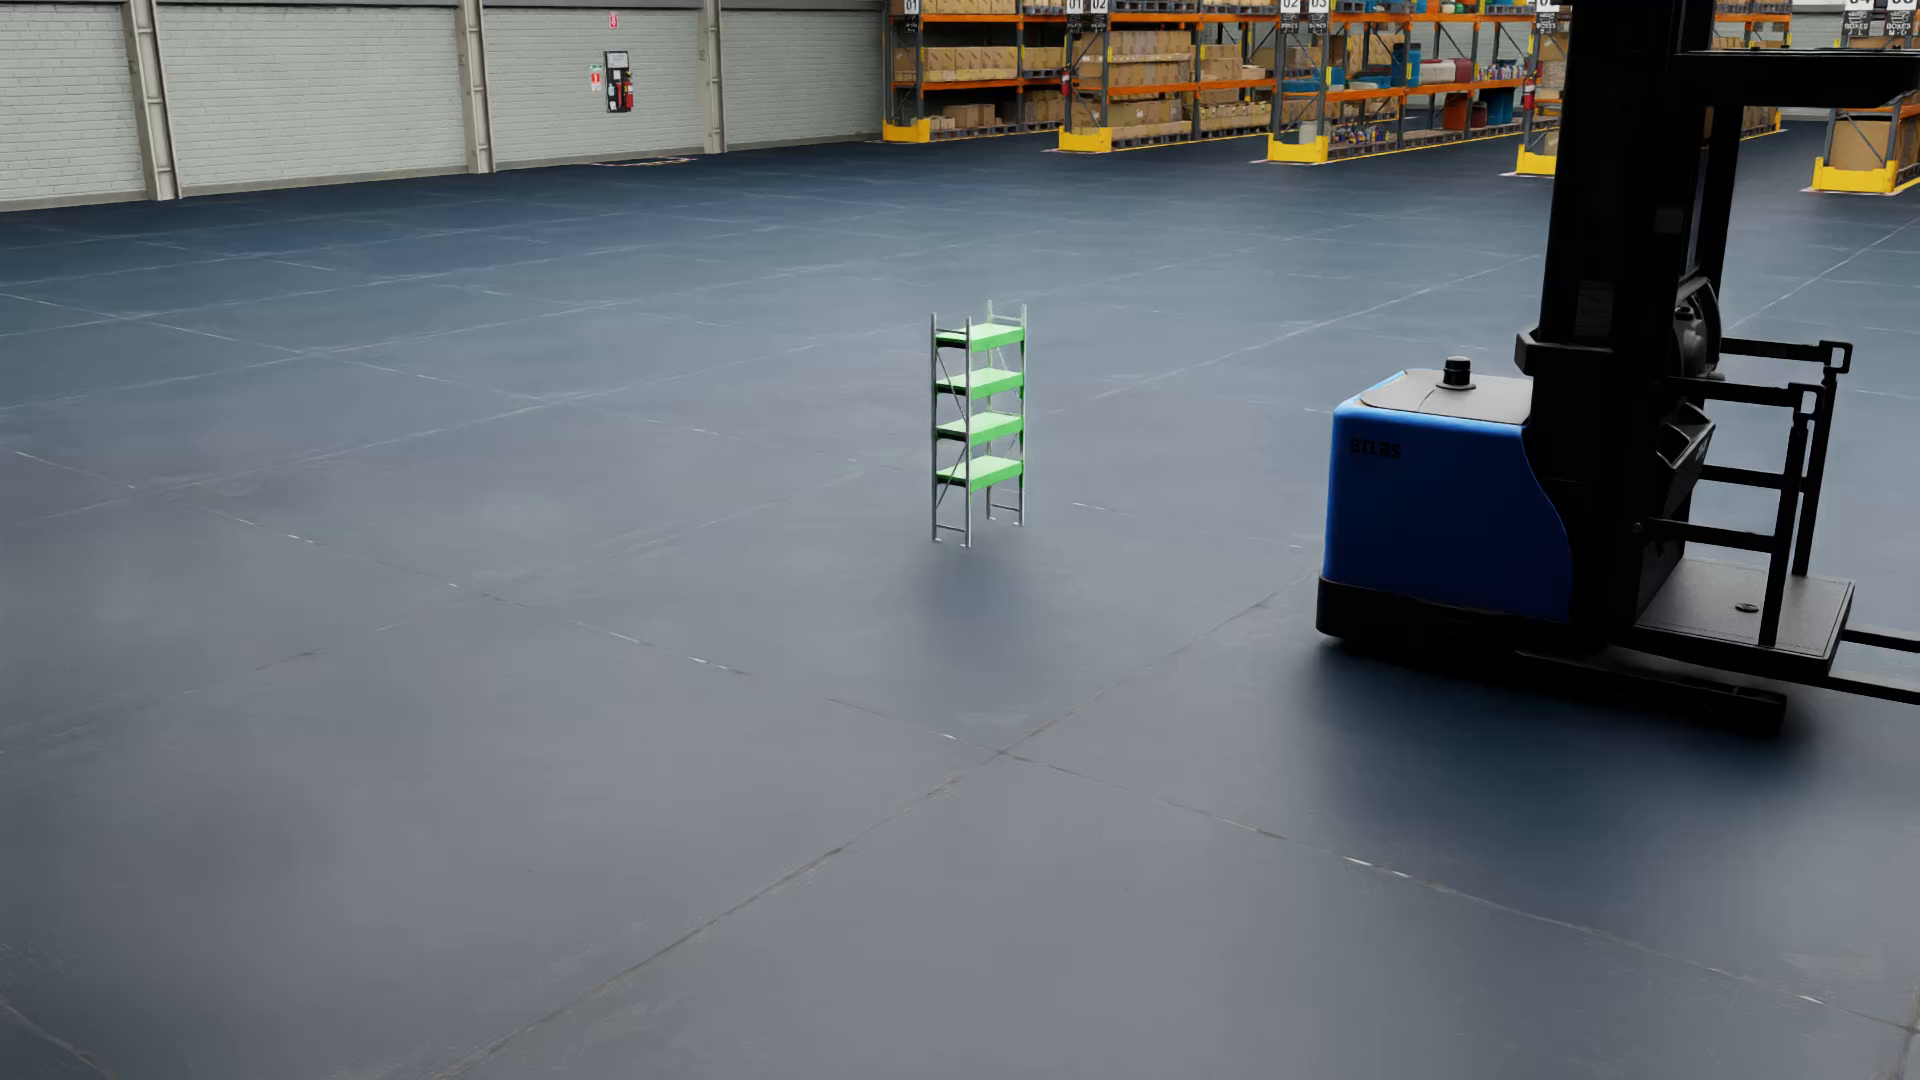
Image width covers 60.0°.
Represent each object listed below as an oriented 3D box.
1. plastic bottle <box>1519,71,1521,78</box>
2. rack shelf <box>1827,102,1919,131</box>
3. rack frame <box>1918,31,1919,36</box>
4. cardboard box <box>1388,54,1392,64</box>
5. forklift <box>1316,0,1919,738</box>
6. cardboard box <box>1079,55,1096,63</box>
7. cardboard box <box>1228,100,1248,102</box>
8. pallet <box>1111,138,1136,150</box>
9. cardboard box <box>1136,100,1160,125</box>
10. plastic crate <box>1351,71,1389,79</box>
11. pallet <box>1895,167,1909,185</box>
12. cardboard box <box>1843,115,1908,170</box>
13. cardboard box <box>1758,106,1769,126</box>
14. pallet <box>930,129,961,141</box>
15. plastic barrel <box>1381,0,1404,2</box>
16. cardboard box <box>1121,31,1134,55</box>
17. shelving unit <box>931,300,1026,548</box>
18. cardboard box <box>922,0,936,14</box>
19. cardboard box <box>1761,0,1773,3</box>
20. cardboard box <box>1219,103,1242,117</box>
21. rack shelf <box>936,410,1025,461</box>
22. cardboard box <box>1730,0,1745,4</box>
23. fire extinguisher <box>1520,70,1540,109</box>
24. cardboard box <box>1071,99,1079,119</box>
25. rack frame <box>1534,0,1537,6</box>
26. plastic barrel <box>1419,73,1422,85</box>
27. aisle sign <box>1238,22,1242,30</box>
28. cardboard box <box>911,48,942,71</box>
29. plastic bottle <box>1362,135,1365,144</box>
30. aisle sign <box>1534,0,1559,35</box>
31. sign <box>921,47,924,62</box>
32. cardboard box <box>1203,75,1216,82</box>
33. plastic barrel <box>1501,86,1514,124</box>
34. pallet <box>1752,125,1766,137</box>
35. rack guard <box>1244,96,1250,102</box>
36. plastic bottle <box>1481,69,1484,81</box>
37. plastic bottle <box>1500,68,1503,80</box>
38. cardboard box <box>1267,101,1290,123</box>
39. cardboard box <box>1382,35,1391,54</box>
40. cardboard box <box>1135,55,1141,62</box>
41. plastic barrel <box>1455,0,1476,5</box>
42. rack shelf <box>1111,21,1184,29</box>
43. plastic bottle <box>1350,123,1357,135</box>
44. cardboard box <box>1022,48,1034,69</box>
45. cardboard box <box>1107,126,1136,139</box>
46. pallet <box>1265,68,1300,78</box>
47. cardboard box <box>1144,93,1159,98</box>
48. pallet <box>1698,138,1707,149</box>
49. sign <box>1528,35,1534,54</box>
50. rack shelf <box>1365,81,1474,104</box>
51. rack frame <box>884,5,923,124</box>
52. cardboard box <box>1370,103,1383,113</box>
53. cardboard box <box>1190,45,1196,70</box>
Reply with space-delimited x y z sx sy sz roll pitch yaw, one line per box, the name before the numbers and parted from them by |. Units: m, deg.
plastic bottle | 13.793 -11.501 41.056 0.097 0.201 0.097 0 17 0
rack shelf | 15.758 -7.278 28.336 1.077 0.370 4.000 12 21 35
rack frame | 19.333 -9.051 32.831 1.000 3.000 0.127 12 21 35
cardboard box | 11.868 -13.377 46.593 0.500 0.500 0.500 13 21 35
forklift | 3.075 -0.827 6.465 3.031 2.935 1.130 11 20 31
cardboard box | 2.764 -10.279 35.525 0.380 0.149 0.250 12 21 34
cardboard box | 6.908 -10.785 41.399 0.500 0.311 0.500 13 22 37
pallet | 3.112 -8.655 36.259 1.003 0.211 1.213 12 21 35
cardboard box | 4.084 -9.488 36.903 0.500 0.500 0.500 12 21 35
plastic crate | 8.635 -9.742 35.161 0.767 0.338 0.504 12 21 35
pallet | 15.707 -6.307 28.698 1.003 0.211 1.213 12 21 35
cardboard box | 15.440 -6.714 28.182 0.875 0.875 0.875 12 21 34
cardboard box | 19.317 -10.659 40.885 0.875 0.875 0.875 12 21 35
pallet | -0.733 -9.545 39.126 1.003 0.211 1.213 12 21 35
plastic barrel | 9.178 -11.705 35.476 0.600 0.901 0.708 12 21 35
cardboard box | 3.319 -10.712 35.826 0.700 0.500 0.500 12 21 33
shelving unit | 0.099 -0.612 8.693 0.258 1.200 0.503 12 21 35
cardboard box | -0.891 -12.197 37.702 0.500 0.500 0.500 13 22 36
cardboard box | 18.961 -13.056 39.627 0.700 0.500 0.500 14 22 37
cardboard box | 6.434 -10.326 39.920 0.500 0.311 0.500 13 22 36
rack shelf | 0.099 -0.551 8.712 0.258 0.148 0.480 12 21 35
cardboard box | 17.456 -12.445 37.826 0.700 0.500 0.500 13 22 36
fire extinguisher | 10.205 -8.063 29.781 0.296 0.674 0.183 12 21 35
cardboard box | 2.688 -11.311 43.581 0.700 0.500 0.500 12 21 35
rack frame | 13.816 -14.644 40.728 1.000 3.000 0.127 12 21 35
plastic barrel | 9.961 -10.096 36.430 0.301 0.262 0.301 0 17 0
aisle sign | 8.526 -15.688 49.821 0.394 0.787 0.004 12 21 35
cardboard box | -0.765 -11.028 38.154 0.500 0.500 0.500 12 21 35
plastic bottle | 8.319 -8.301 34.392 0.097 0.201 0.097 0 17 0
aisle sign | 10.365 -9.326 29.333 0.394 0.787 0.004 12 21 35
sign | -0.855 -10.989 37.614 0.100 0.325 0.005 12 21 35
cardboard box | 5.765 -10.805 38.903 0.380 0.149 0.250 12 21 35
plastic barrel | 13.478 -10.851 41.459 0.600 0.901 0.708 12 21 35
pallet | 19.036 -10.031 40.691 1.003 0.211 1.213 12 21 35
rack guard | 8.257 -13.295 50.712 1.175 0.500 0.348 12 21 35
plastic bottle | 12.225 -10.923 39.071 0.152 0.276 0.135 12 21 35
plastic bottle | 13.003 -11.215 39.997 0.061 0.283 0.133 12 21 35
cardboard box | 7.957 -10.777 41.863 0.500 0.500 0.500 14 22 37
cardboard box | 11.573 -13.734 46.057 0.500 0.500 0.500 13 22 36
cardboard box | 3.710 -10.456 36.095 0.380 0.149 0.250 12 21 33
plastic barrel | 11.773 -12.799 38.412 0.600 0.830 0.708 12 21 35
rack shelf | 4.667 -14.142 45.383 1.077 0.370 4.000 12 21 35
plastic bottle | 8.350 -8.674 35.344 0.144 0.351 0.185 12 21 35
cardboard box | 1.423 -11.998 41.410 0.700 0.500 0.500 12 21 35
cardboard box | 3.483 -8.893 36.251 0.500 0.250 0.500 12 21 35
pallet | 7.804 -11.785 41.959 1.213 0.211 1.003 12 21 35
cardboard box | 5.049 -12.314 46.255 0.750 0.750 0.750 13 22 36
pallet | 15.940 -8.794 36.706 1.003 0.211 1.213 12 21 35
sign | 10.209 -8.853 29.708 0.100 0.325 0.005 12 21 35
rack shelf | 10.241 -10.007 37.122 1.077 0.370 4.000 12 21 35
rack frame | -1.291 -10.672 38.051 1.000 3.000 0.127 12 21 35
cardboard box | 11.507 -12.111 46.580 0.500 0.250 0.500 12 21 35
cardboard box | 6.195 -13.799 47.617 0.980 0.700 0.700 13 21 36
